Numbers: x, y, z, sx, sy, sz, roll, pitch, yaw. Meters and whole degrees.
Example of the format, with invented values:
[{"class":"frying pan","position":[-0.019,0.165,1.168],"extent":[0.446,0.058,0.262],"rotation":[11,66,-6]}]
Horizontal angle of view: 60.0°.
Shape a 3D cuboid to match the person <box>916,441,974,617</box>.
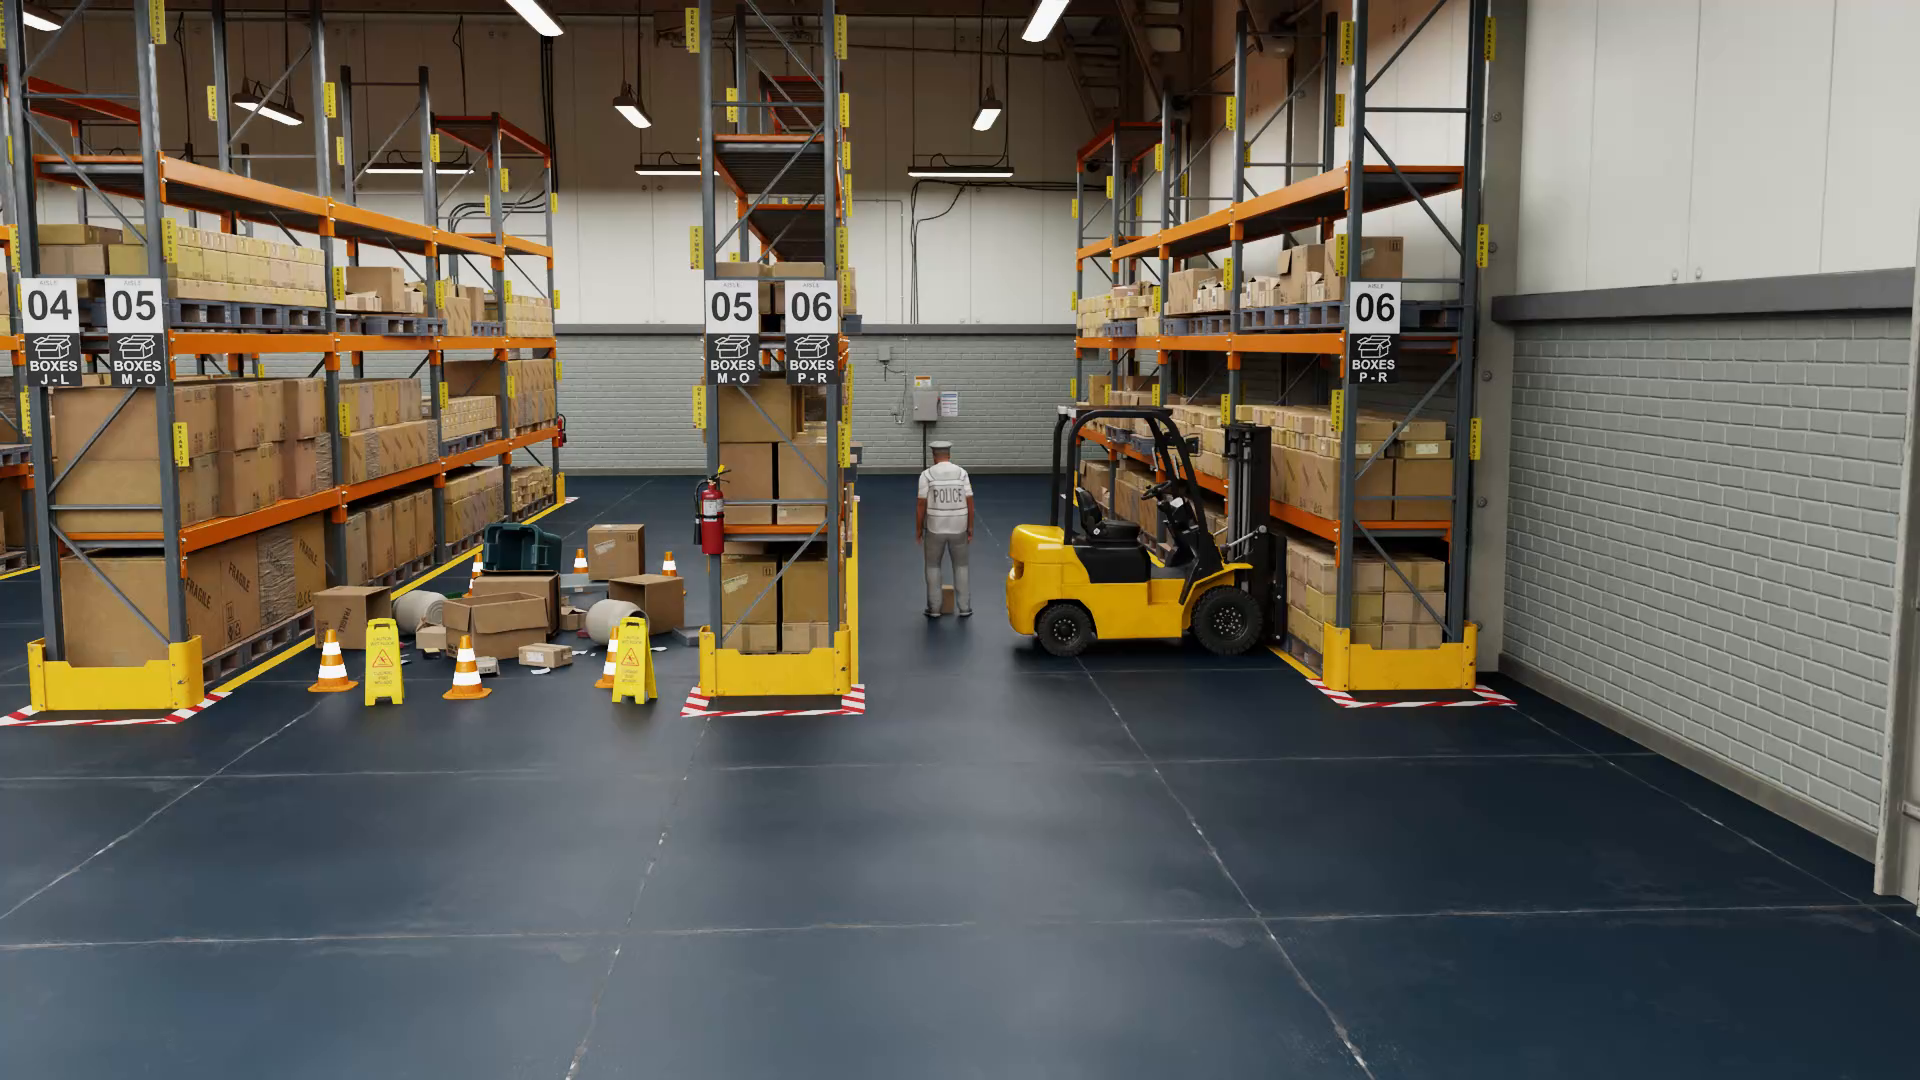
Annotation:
[{"class":"person","position":[-0.142,-0.107,16.606],"extent":[0.607,1.747,0.438],"rotation":[-1,7,-11]}]
